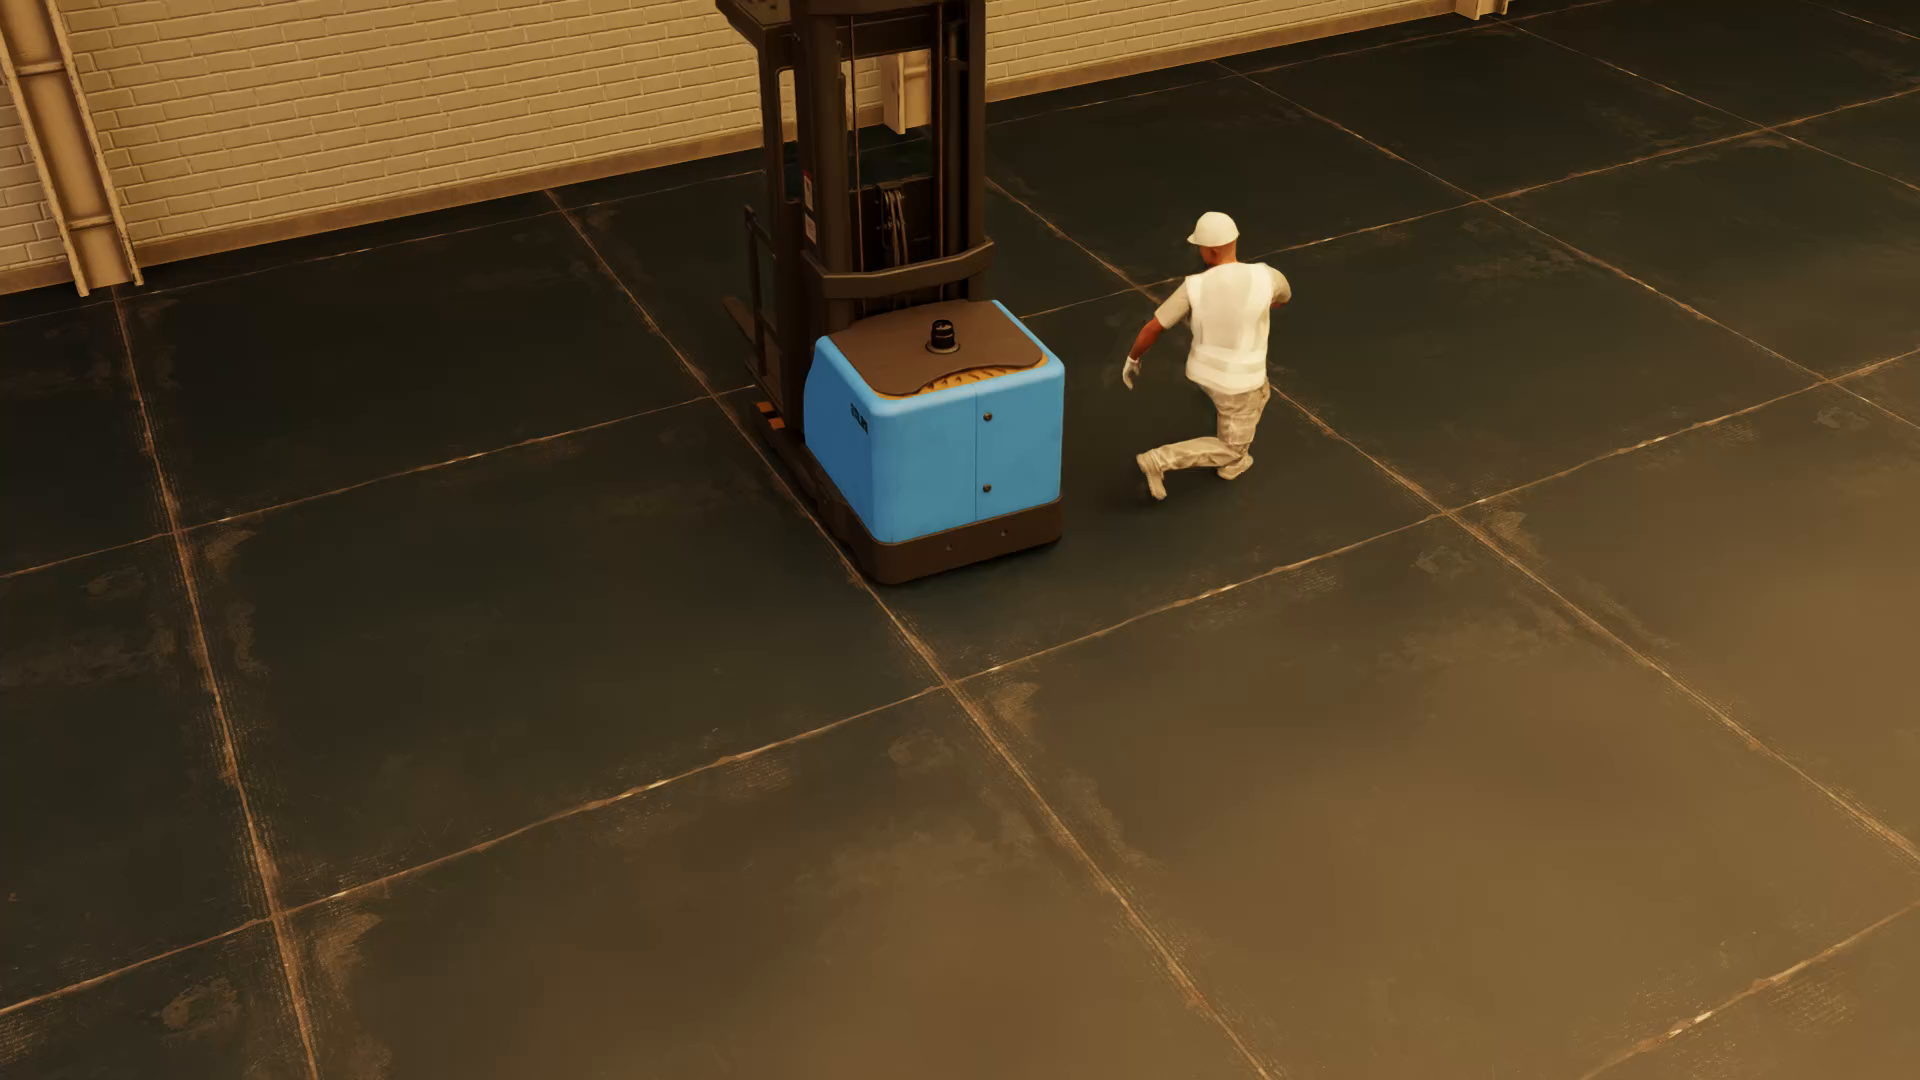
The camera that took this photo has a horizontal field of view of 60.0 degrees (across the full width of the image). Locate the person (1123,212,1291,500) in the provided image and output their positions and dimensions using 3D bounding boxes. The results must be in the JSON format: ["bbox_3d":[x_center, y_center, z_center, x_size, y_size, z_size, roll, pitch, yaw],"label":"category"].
[{"bbox_3d":[1.303,-0.958,8.729,0.935,1.549,0.670,-27,43,-33],"label":"person"}]

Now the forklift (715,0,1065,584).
[{"bbox_3d":[-0.551,-1.820,8.697,1.130,2.935,3.031,-15,38,-20],"label":"forklift"}]
